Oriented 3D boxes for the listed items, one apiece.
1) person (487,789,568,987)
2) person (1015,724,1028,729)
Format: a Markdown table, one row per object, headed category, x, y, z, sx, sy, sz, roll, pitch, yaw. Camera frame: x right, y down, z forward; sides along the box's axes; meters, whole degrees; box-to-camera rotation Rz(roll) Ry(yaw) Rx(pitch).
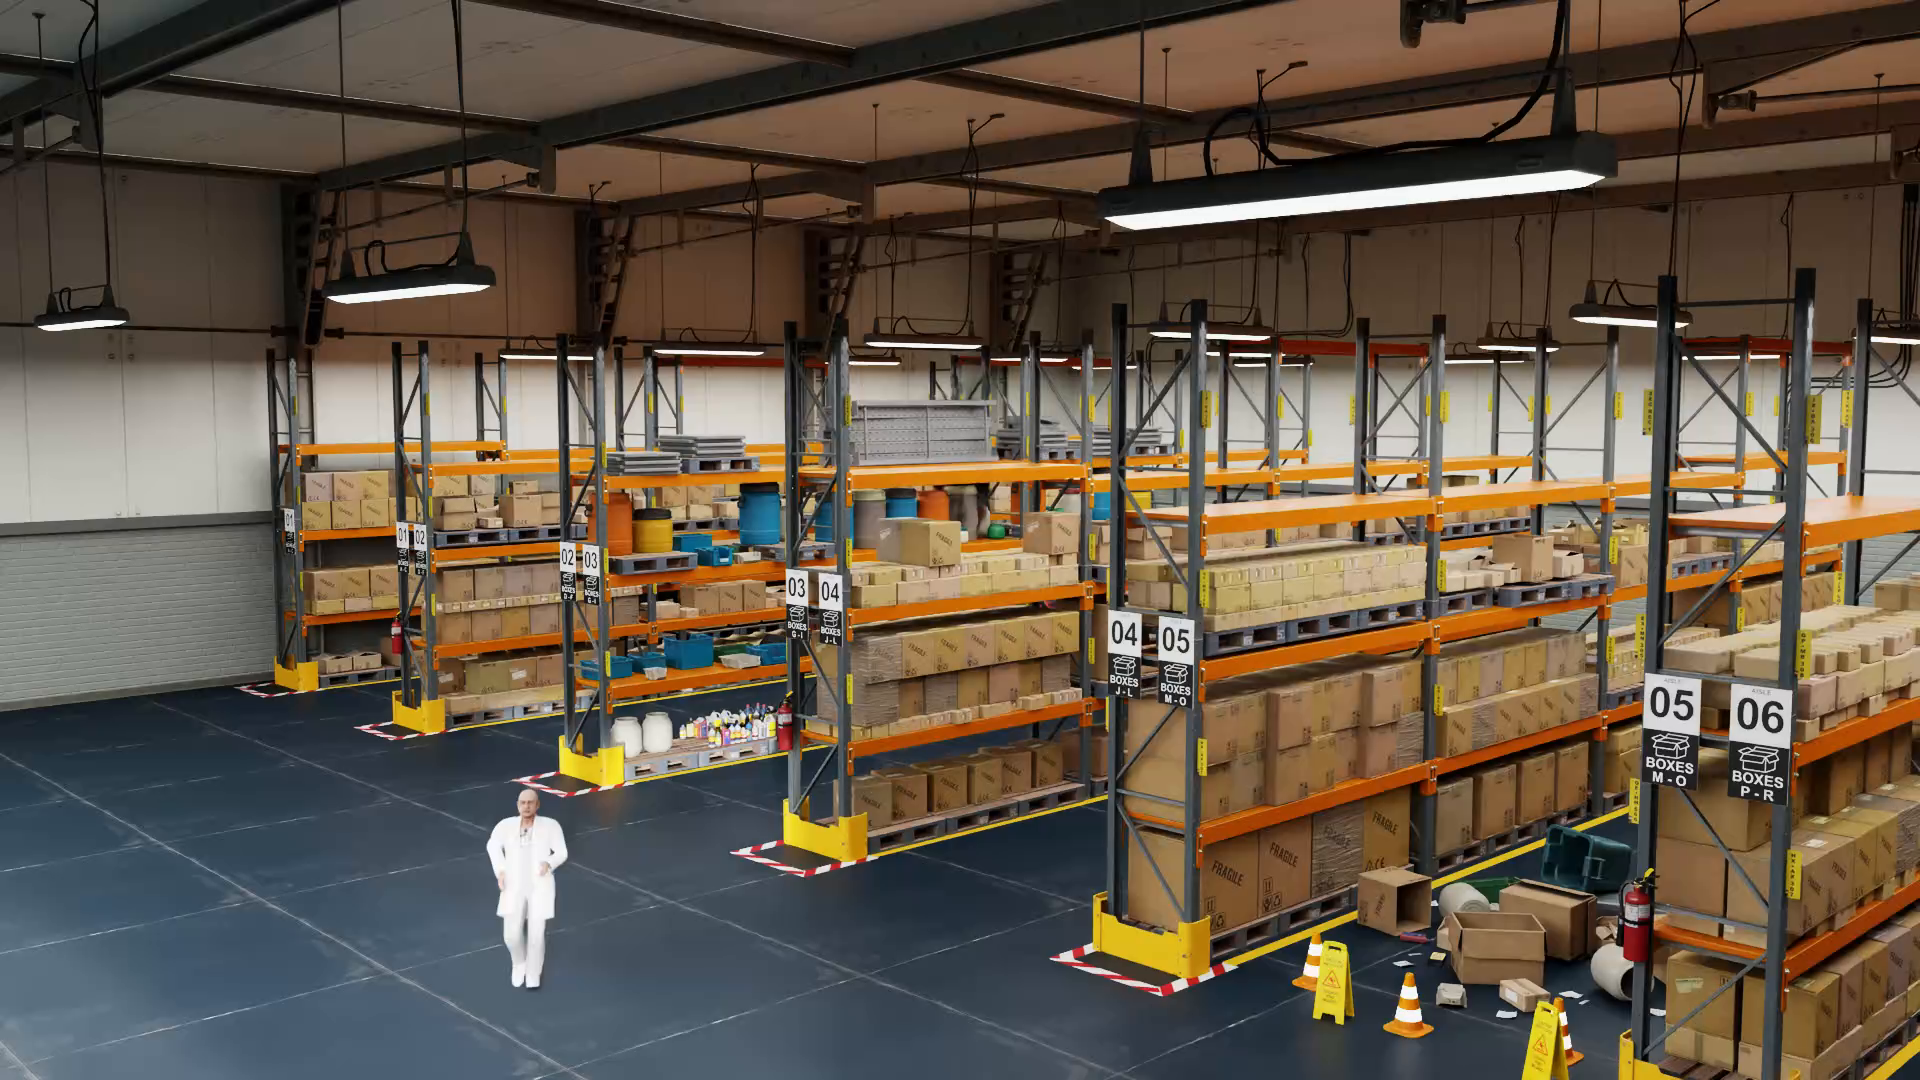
| category | x | y | z | sx | sy | sz | roll | pitch | yaw |
| --- | --- | --- | --- | --- | --- | --- | --- | --- | --- |
| person | -3.754 | 3.044 | 14.392 | 0.694 | 1.744 | 0.641 | -1 | 5 | -9 |
| person | 1.038 | 1.873 | 24.667 | 0.638 | 1.771 | 0.744 | 3 | 6 | 33 |
